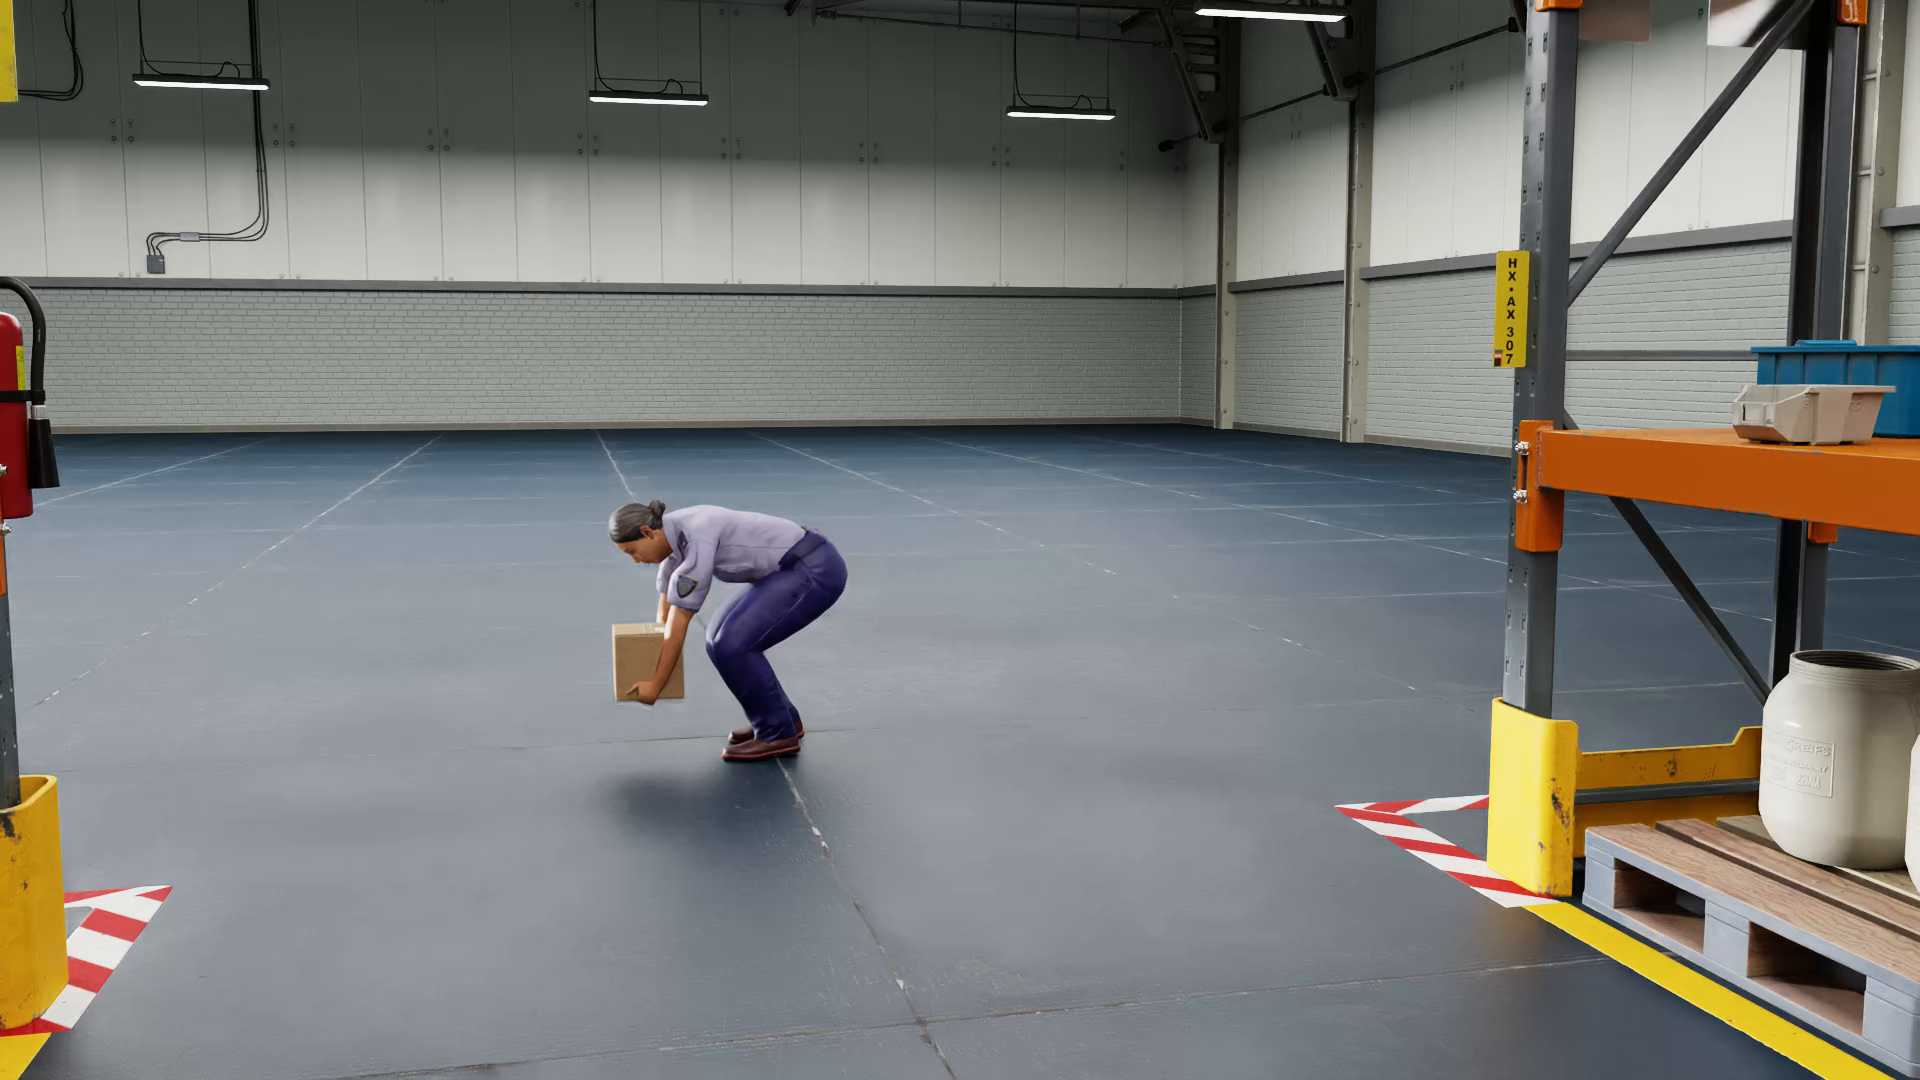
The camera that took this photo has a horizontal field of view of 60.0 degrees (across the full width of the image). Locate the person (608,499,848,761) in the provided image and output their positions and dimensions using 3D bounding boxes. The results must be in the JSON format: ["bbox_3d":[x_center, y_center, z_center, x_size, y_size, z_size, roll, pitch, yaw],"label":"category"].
[{"bbox_3d":[-0.878,0.326,6.331,0.892,0.987,0.505,-2,7,-16],"label":"person"}]
